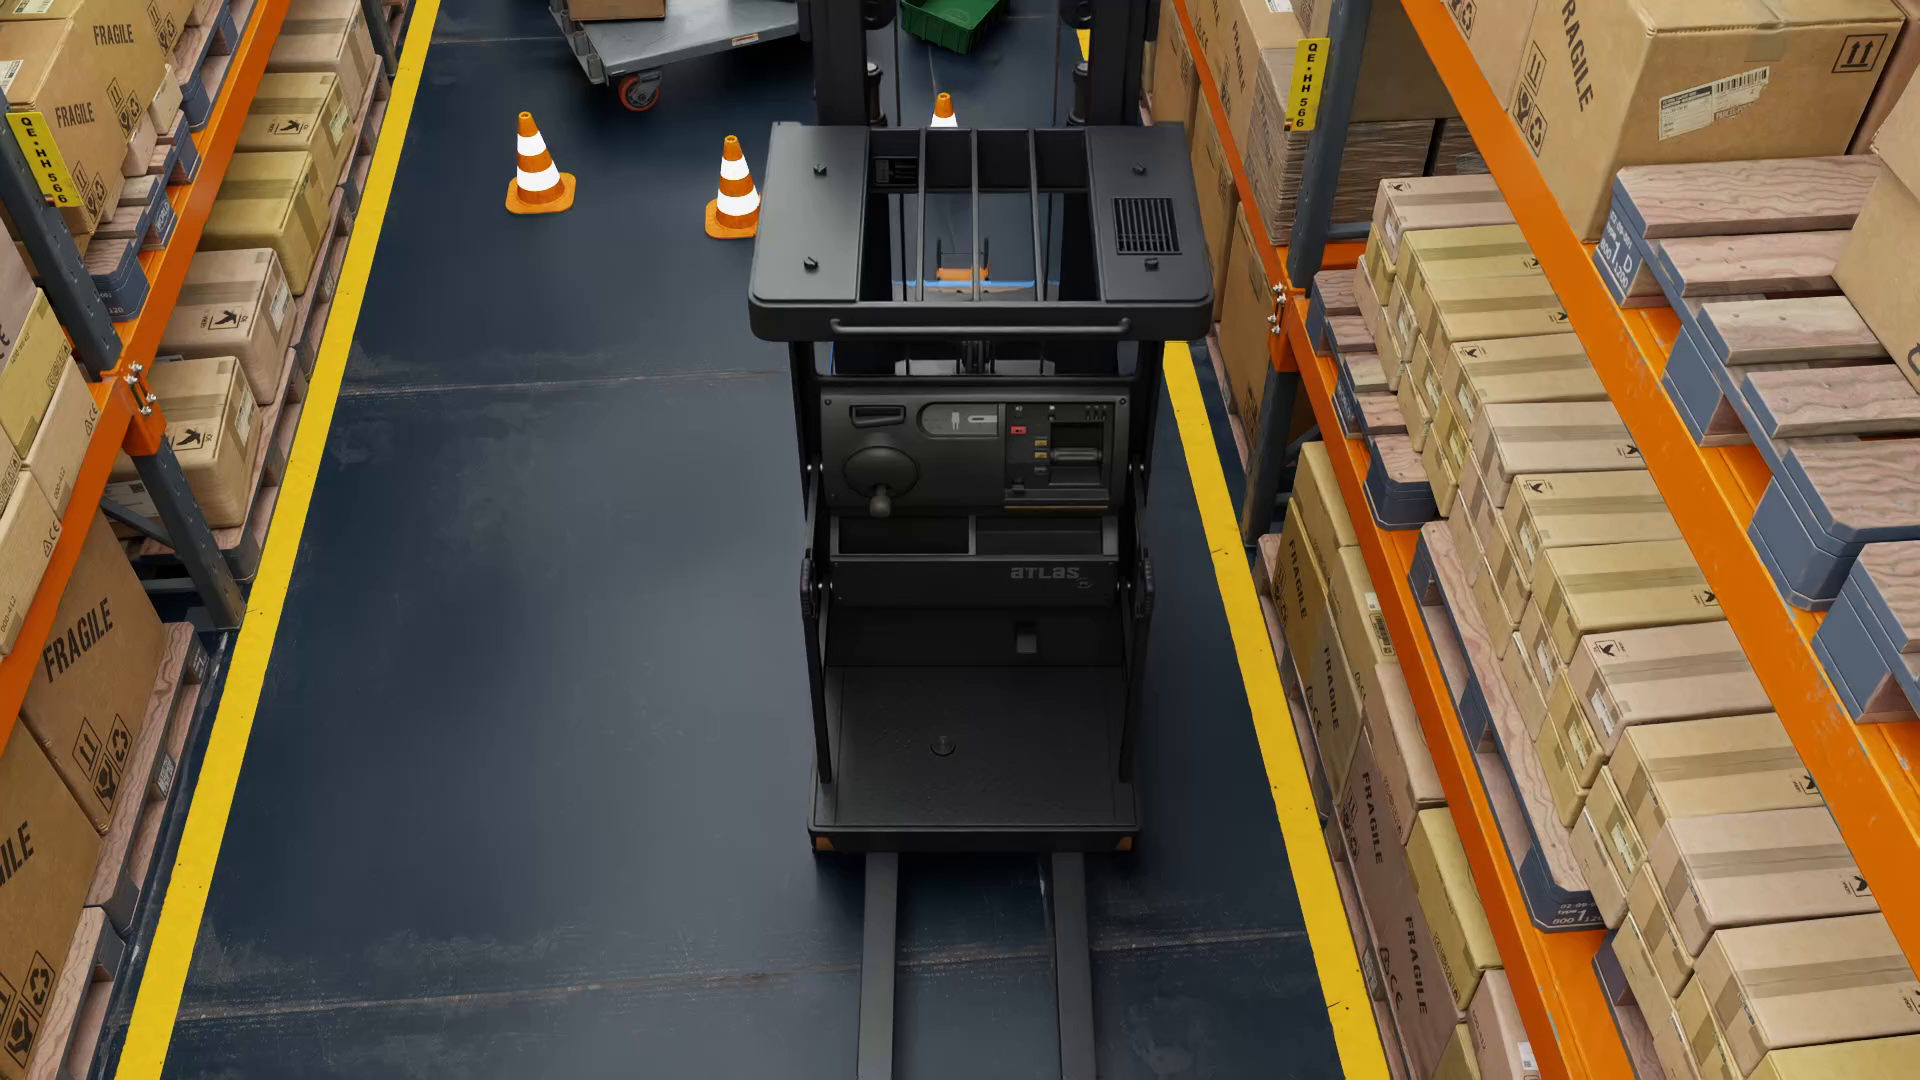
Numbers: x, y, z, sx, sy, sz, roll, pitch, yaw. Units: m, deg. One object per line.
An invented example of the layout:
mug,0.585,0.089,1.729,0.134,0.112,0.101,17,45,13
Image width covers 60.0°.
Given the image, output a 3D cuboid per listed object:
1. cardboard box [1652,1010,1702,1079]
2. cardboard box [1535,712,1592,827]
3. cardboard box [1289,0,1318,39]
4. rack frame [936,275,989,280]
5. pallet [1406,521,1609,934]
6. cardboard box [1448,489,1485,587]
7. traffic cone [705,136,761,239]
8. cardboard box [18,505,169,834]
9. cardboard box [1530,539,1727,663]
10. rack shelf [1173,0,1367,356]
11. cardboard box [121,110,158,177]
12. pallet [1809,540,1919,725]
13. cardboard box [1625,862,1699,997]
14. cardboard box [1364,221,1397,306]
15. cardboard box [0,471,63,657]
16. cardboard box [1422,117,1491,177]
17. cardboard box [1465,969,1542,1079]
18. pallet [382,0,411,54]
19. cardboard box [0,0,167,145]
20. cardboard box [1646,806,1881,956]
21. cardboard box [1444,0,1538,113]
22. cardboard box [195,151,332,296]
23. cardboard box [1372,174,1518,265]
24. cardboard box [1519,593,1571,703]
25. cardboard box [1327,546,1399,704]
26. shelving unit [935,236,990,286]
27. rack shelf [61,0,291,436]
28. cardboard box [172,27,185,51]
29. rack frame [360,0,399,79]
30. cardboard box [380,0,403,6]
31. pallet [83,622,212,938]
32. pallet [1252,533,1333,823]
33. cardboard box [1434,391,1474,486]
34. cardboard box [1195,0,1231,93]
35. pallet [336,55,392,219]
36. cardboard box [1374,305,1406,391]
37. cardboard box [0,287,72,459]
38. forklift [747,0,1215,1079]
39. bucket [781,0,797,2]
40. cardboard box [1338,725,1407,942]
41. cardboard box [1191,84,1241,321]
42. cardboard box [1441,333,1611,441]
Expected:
cardboard box,1.708,1.123,3.505,0.380,0.149,0.250,-4,47,-3
cardboard box,1.637,0.549,4.048,0.380,0.149,0.250,-2,47,-2
cardboard box,1.573,-2.139,5.953,0.700,0.500,0.500,-4,47,-4
rack frame,0.010,-0.630,6.624,0.200,1.050,0.008,0,47,0
pallet,1.851,0.426,4.413,1.003,0.211,1.213,-3,47,-3
cardboard box,1.575,-0.015,4.582,0.380,0.149,0.250,-2,47,-2
traffic cone,-1.095,-1.756,8.095,0.336,0.463,0.334,-3,47,-3
cardboard box,-3.304,0.395,5.484,0.875,0.875,0.875,-4,47,-4
cardboard box,1.619,0.145,4.020,0.380,0.149,0.250,-4,47,-4
rack shelf,1.477,-2.269,7.329,1.077,0.370,4.000,-3,47,-3
cardboard box,-3.088,-1.408,5.901,0.380,0.149,0.250,-6,47,-6
pallet,2.034,0.404,2.365,1.213,0.211,1.003,-3,47,-3
cardboard box,1.681,0.820,3.586,0.380,0.149,0.250,-5,47,-5
cardboard box,1.485,-0.868,5.185,0.380,0.149,0.250,-2,47,-2
cardboard box,-2.920,0.075,4.717,0.500,0.250,0.500,-3,47,-3
cardboard box,1.876,-1.445,5.984,0.500,0.500,0.500,-3,47,-3
cardboard box,1.636,1.385,4.288,0.500,0.250,0.500,-1,47,-1
pallet,-3.706,-3.115,9.554,1.003,0.211,1.213,-3,47,-3
cardboard box,-3.137,-1.693,5.725,0.500,0.500,0.500,-1,47,-1
cardboard box,1.686,0.712,3.484,0.380,0.149,0.250,-4,47,-3
cardboard box,1.476,-1.345,3.823,0.500,0.500,0.500,-3,47,-3
cardboard box,-3.444,-1.428,7.557,0.950,0.372,0.625,-2,47,-2
cardboard box,1.491,-0.983,5.089,0.380,0.149,0.250,-3,47,-3
cardboard box,1.621,0.259,4.118,0.380,0.149,0.250,-2,47,-2
cardboard box,1.504,0.268,5.346,0.500,0.250,0.500,-4,47,-4
shelving unit,0.010,-0.719,6.708,0.215,1.050,0.252,0,47,0
rack shelf,-3.447,-1.895,6.975,1.077,0.370,4.000,-3,47,-3
cardboard box,-3.251,-1.979,6.443,0.380,0.149,0.250,-2,47,-2
rack frame,-3.614,-3.590,8.084,1.000,3.000,0.127,-3,47,-3
cardboard box,-3.395,-3.232,9.350,0.500,0.250,0.500,-5,47,-5
pallet,-3.288,0.838,5.811,1.003,0.211,1.213,-3,47,-3
pallet,1.709,0.455,6.174,1.003,0.211,1.213,-3,47,-3
cardboard box,1.557,-0.297,4.644,0.380,0.149,0.250,-3,47,-3
cardboard box,1.257,-2.136,6.638,0.500,0.500,0.500,-4,47,-4
pallet,-3.548,-2.068,8.563,1.003,0.211,1.213,-3,47,-3
cardboard box,1.503,-0.598,5.134,0.380,0.149,0.250,-1,47,-1
cardboard box,-2.986,-0.481,4.899,0.500,0.250,0.500,-4,47,-3
forklift,0.048,-0.169,4.892,1.130,2.935,3.031,0,47,0
bucket,-0.999,-3.319,9.035,0.726,0.611,0.620,11,58,10
cardboard box,1.543,0.907,5.257,0.500,0.500,0.500,-5,47,-4
cardboard box,1.607,-1.519,7.383,1.050,0.750,0.750,-3,47,-3
cardboard box,1.553,-0.423,4.558,0.380,0.149,0.250,-5,47,-5
